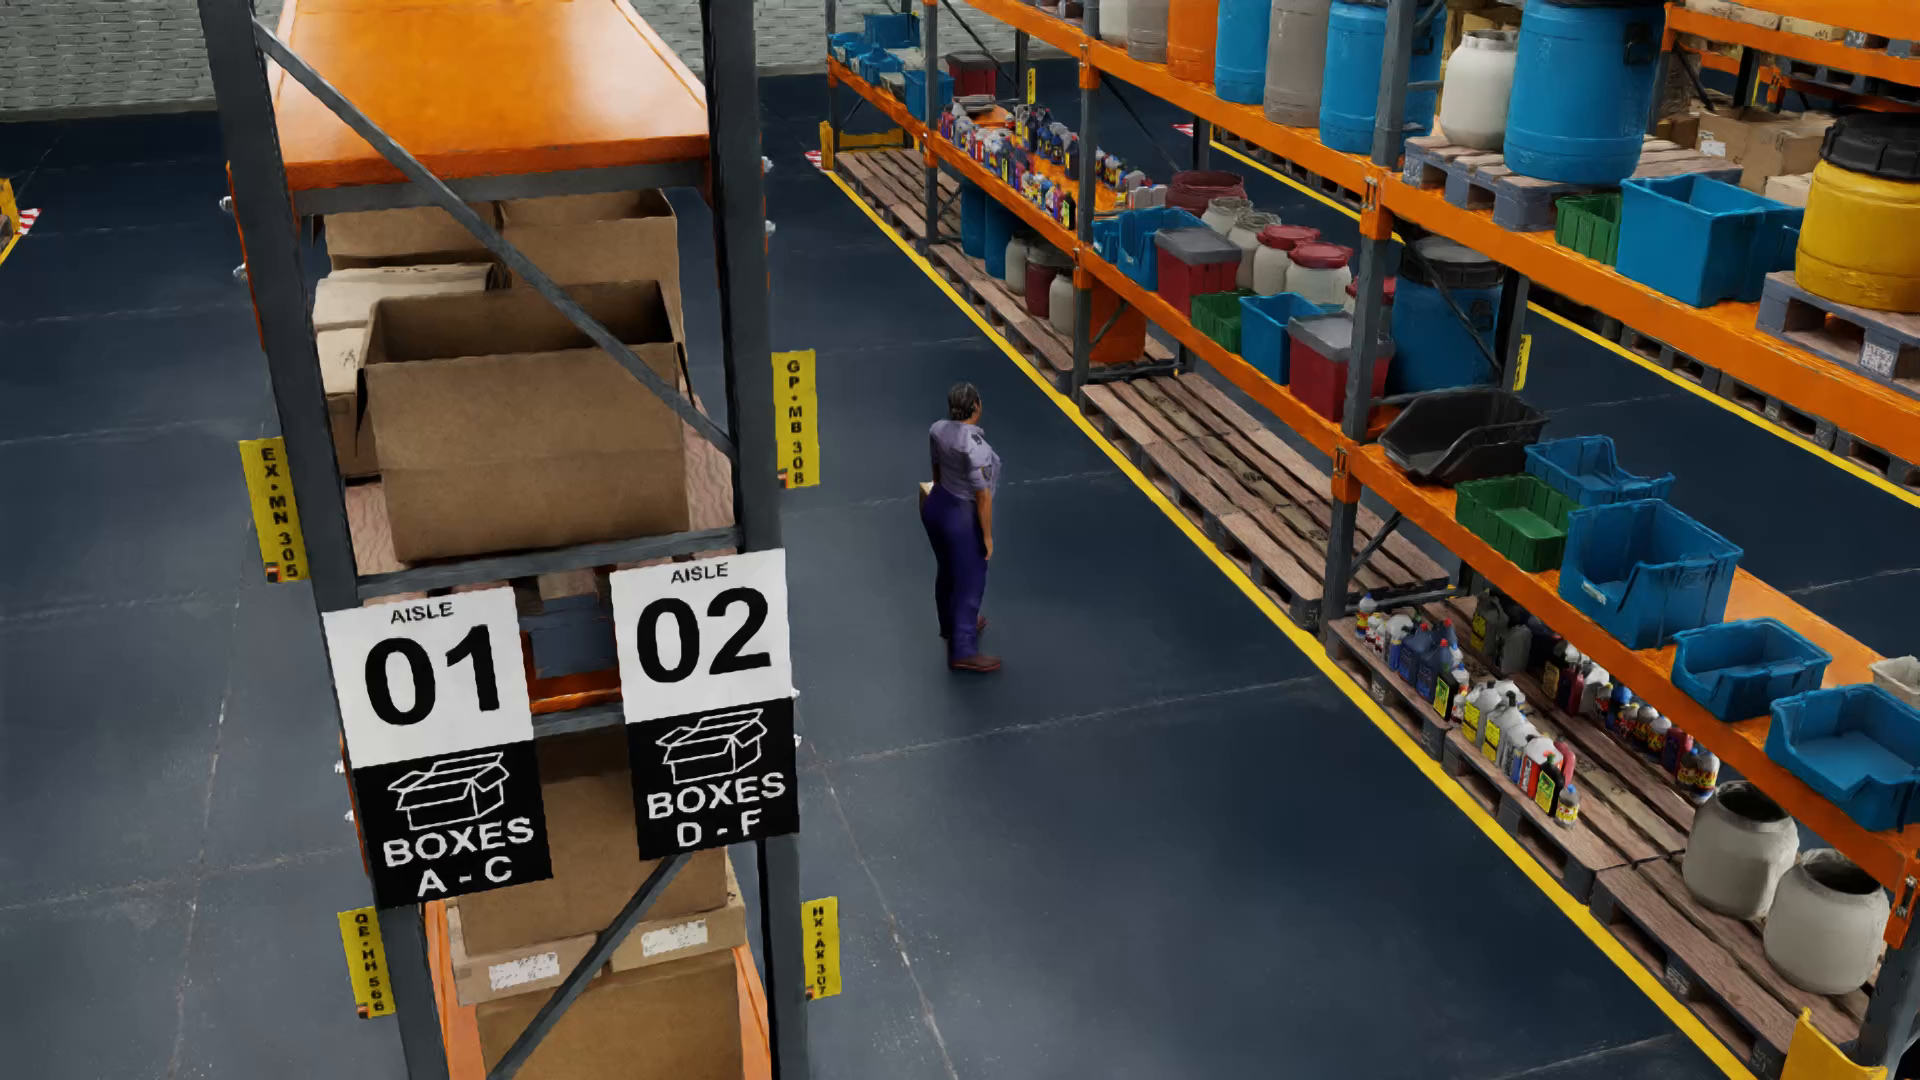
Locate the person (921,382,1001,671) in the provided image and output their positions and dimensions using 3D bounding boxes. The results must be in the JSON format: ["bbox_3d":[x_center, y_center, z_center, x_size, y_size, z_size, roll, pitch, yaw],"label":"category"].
[{"bbox_3d":[0.052,-0.105,9.290,0.452,1.657,0.560,-17,31,-31],"label":"person"}]
